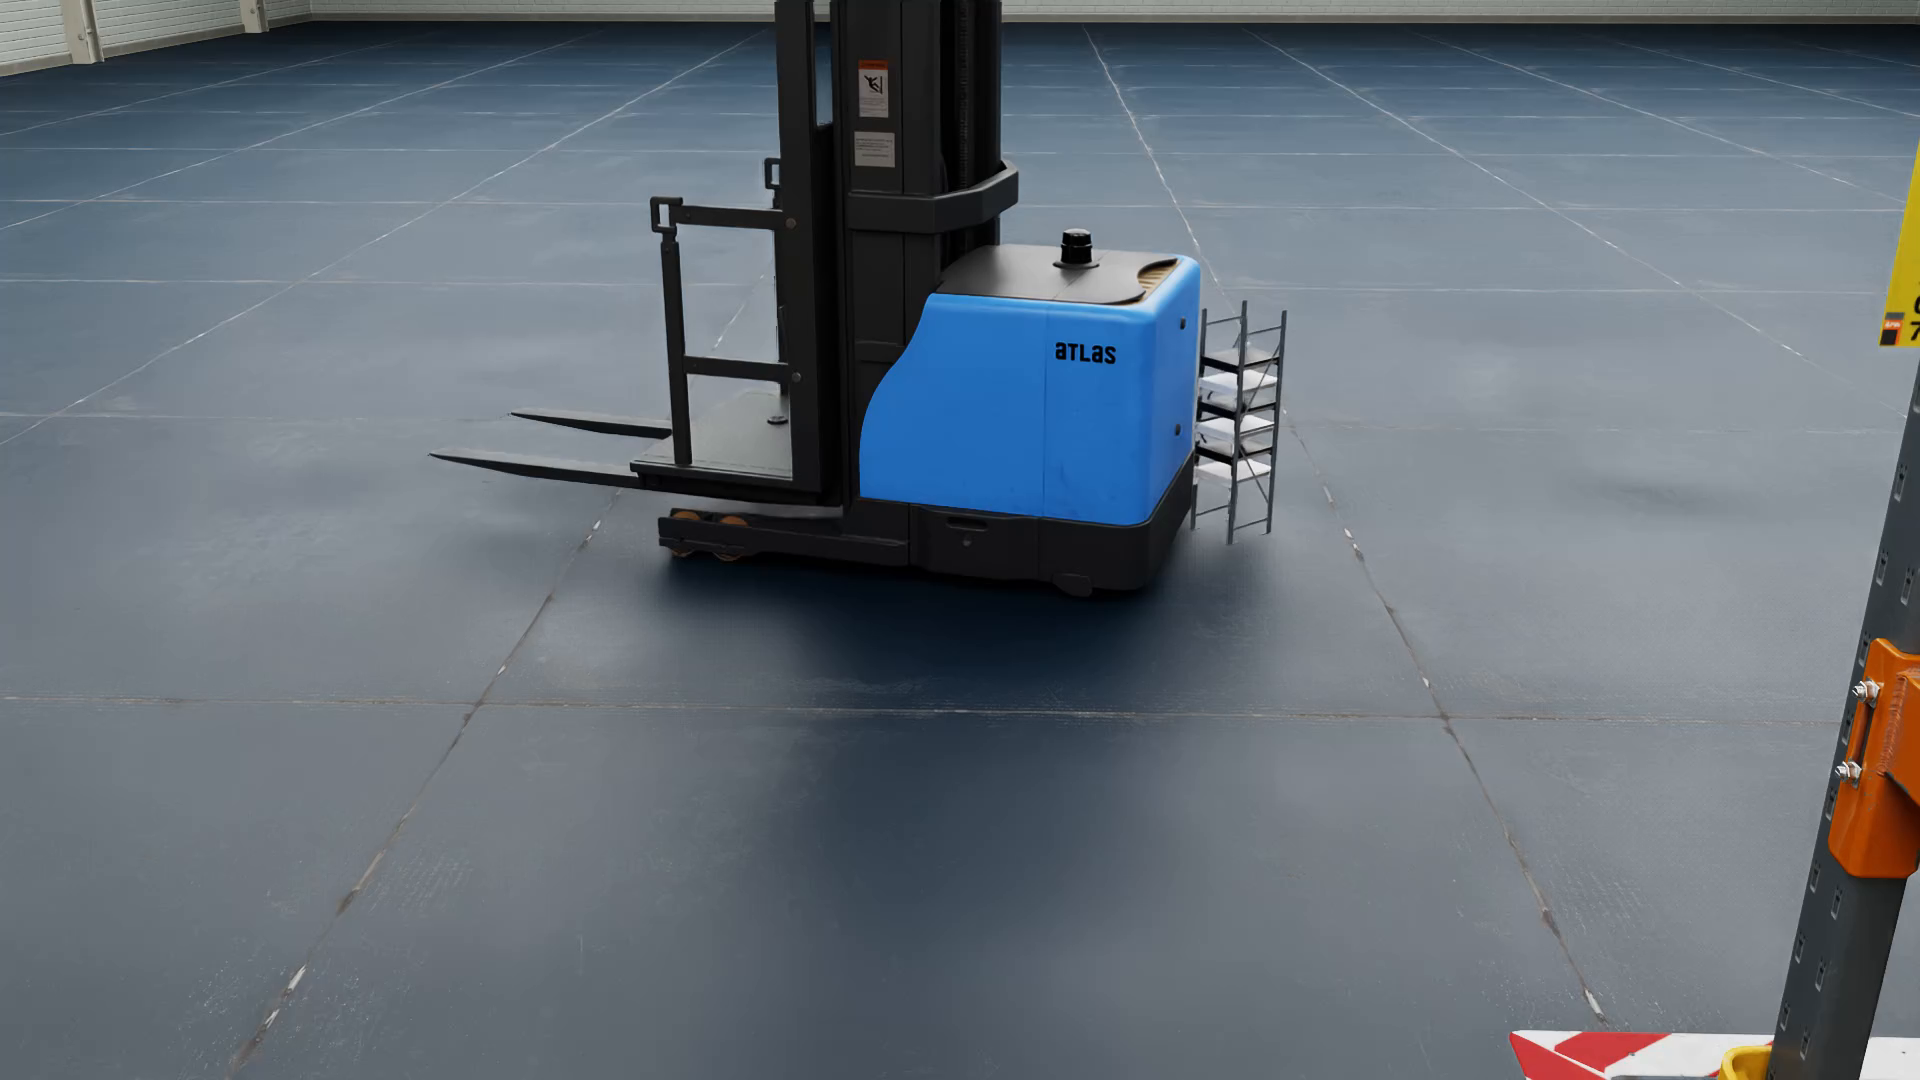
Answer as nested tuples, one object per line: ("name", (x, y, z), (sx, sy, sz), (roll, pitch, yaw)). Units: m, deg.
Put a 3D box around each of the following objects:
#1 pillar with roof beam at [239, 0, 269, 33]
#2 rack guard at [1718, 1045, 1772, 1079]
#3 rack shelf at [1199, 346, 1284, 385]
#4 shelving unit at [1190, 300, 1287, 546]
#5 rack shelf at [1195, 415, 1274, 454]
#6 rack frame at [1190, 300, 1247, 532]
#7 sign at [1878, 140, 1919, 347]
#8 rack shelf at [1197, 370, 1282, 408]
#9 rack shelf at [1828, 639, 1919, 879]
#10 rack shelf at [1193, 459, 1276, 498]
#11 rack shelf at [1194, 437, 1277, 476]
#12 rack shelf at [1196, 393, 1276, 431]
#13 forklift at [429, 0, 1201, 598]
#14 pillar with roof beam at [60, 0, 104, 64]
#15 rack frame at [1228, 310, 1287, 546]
("pillar with roof beam", (-8.690, -13.531, 28.962), (9.100, 9.000, 0.400), (1, 21, 2))
("rack guard", (1.881, 1.179, 2.800), (1.175, 0.500, 0.348), (1, 21, 2))
("rack shelf", (1.076, -0.672, 6.362), (0.258, 0.077, 0.200), (-16, 26, -35))
("shelving unit", (1.075, -0.451, 6.448), (0.258, 0.900, 0.210), (-16, 26, -35))
("rack shelf", (1.075, -0.420, 6.460), (0.258, 0.077, 0.200), (-16, 26, -35))
("rack frame", (1.013, -0.480, 6.523), (0.240, 0.900, 0.006), (-16, 26, -35))
("sign", (1.341, -0.424, 2.278), (0.100, 0.325, 0.005), (1, 21, 2))
("rack shelf", (1.075, -0.588, 6.395), (0.258, 0.077, 0.200), (-16, 26, -35))
("rack shelf", (1.822, 1.044, 0.685), (1.077, 0.370, 4.000), (1, 21, 2))
("rack shelf", (1.075, -0.253, 6.525), (0.258, 0.077, 0.200), (-16, 26, -35))
("rack shelf", (1.075, -0.336, 6.493), (0.258, 0.077, 0.200), (-16, 26, -35))
("rack shelf", (1.075, -0.504, 6.427), (0.258, 0.077, 0.200), (-16, 26, -35))
("forklift", (-0.639, -1.459, 6.239), (3.031, 2.935, 1.130), (7, 22, 17))
("pillar with roof beam", (-8.873, -11.362, 23.371), (9.100, 9.000, 0.400), (1, 21, 2))
("rack frame", (1.138, -0.422, 6.373), (0.240, 0.900, 0.006), (-16, 26, -35))
